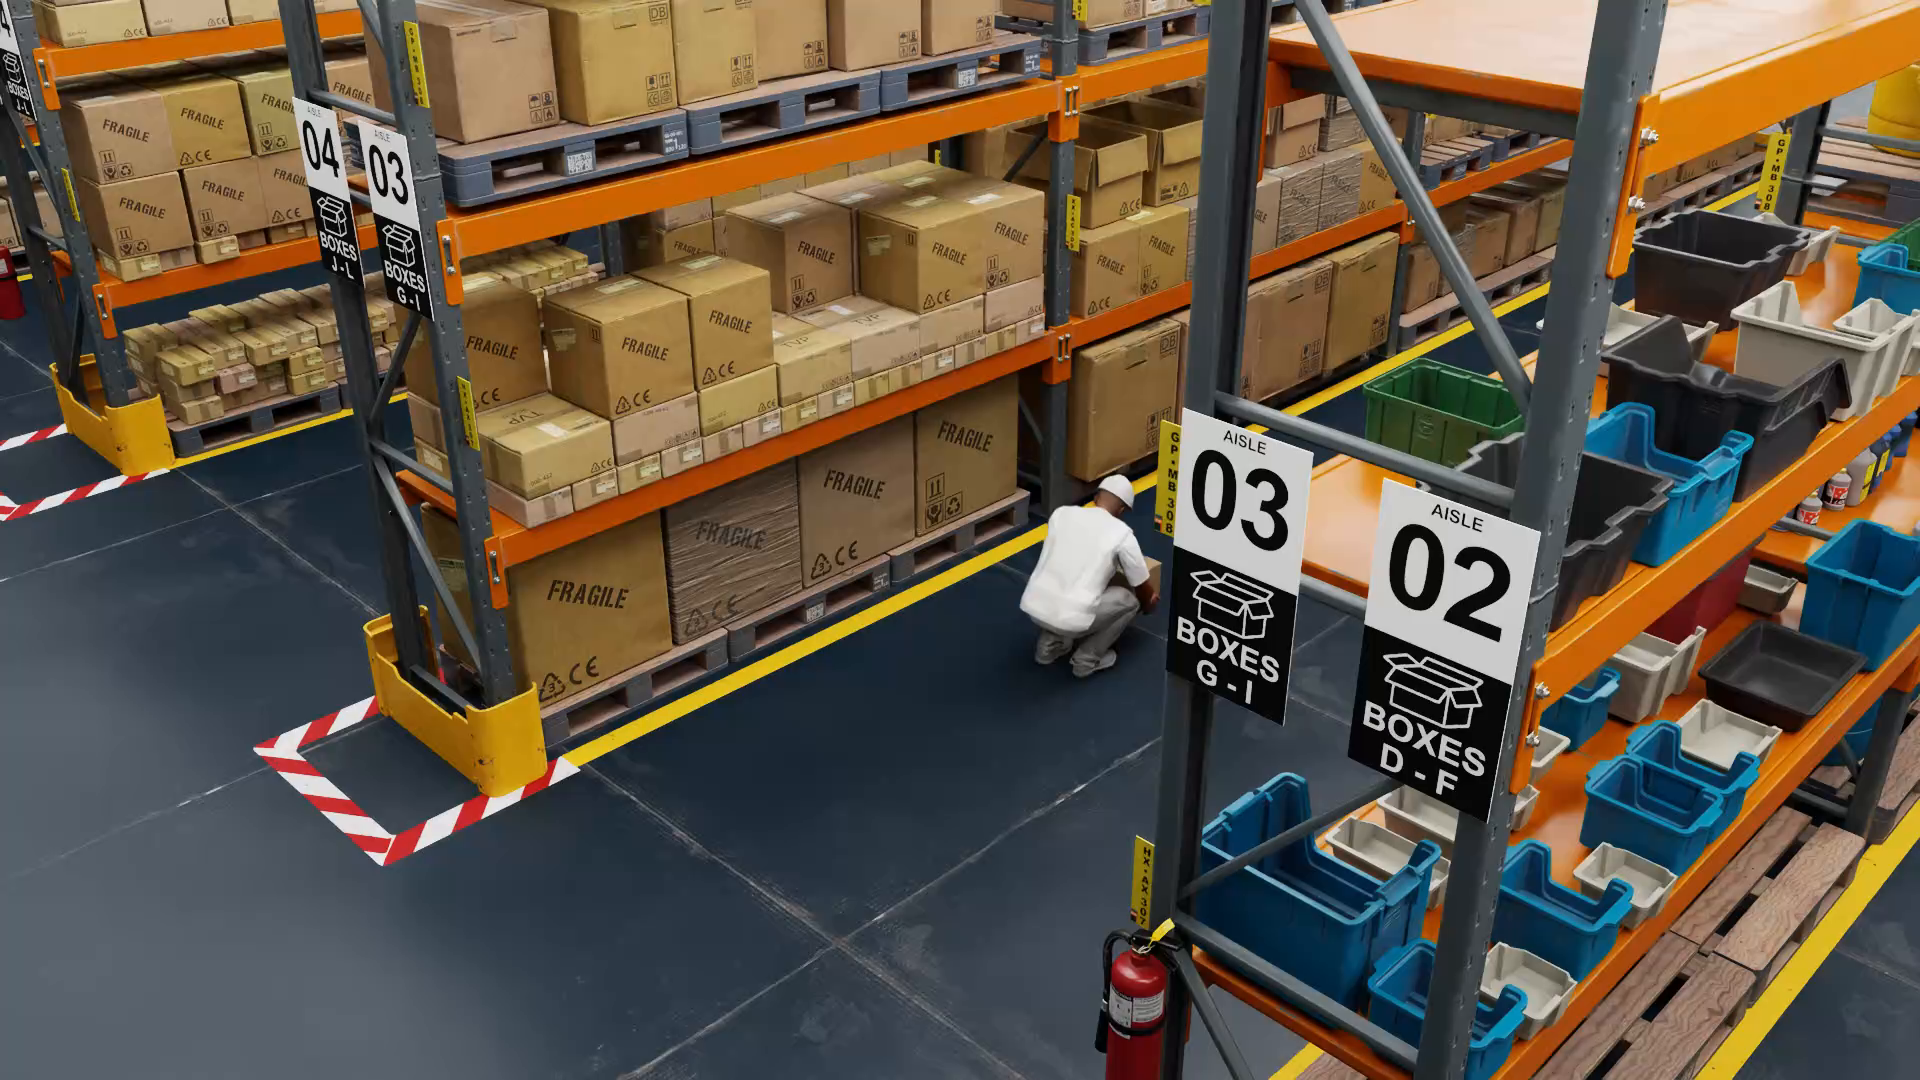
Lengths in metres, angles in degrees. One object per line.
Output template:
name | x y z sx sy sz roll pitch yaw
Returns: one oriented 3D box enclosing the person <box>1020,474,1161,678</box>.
person | 0.704 0.191 9.068 0.589 0.997 0.878 25 36 39
